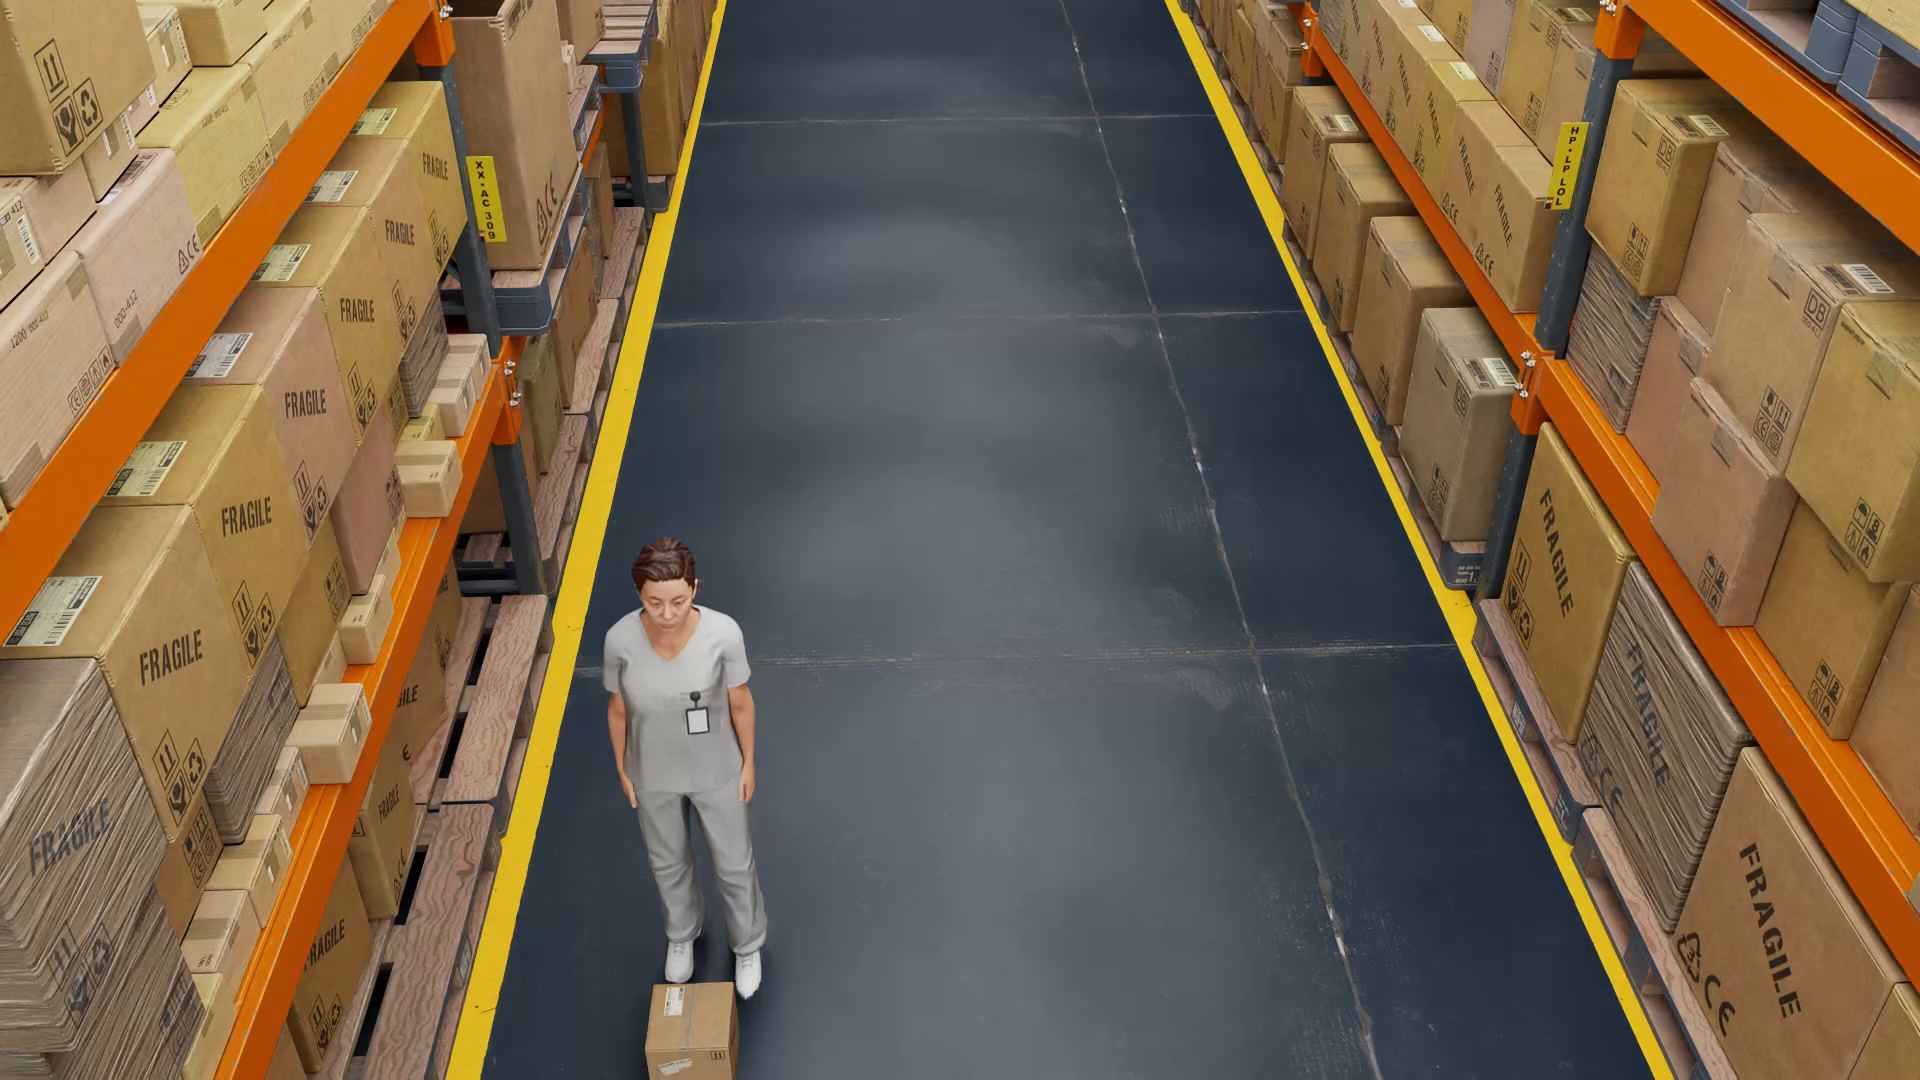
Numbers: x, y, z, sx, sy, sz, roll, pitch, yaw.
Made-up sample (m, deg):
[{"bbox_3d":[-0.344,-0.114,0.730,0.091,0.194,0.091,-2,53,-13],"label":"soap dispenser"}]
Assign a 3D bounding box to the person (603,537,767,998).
[{"bbox_3d":[-0.844,0.724,5.149,0.444,1.695,0.393,-1,35,-2],"label":"person"}]
